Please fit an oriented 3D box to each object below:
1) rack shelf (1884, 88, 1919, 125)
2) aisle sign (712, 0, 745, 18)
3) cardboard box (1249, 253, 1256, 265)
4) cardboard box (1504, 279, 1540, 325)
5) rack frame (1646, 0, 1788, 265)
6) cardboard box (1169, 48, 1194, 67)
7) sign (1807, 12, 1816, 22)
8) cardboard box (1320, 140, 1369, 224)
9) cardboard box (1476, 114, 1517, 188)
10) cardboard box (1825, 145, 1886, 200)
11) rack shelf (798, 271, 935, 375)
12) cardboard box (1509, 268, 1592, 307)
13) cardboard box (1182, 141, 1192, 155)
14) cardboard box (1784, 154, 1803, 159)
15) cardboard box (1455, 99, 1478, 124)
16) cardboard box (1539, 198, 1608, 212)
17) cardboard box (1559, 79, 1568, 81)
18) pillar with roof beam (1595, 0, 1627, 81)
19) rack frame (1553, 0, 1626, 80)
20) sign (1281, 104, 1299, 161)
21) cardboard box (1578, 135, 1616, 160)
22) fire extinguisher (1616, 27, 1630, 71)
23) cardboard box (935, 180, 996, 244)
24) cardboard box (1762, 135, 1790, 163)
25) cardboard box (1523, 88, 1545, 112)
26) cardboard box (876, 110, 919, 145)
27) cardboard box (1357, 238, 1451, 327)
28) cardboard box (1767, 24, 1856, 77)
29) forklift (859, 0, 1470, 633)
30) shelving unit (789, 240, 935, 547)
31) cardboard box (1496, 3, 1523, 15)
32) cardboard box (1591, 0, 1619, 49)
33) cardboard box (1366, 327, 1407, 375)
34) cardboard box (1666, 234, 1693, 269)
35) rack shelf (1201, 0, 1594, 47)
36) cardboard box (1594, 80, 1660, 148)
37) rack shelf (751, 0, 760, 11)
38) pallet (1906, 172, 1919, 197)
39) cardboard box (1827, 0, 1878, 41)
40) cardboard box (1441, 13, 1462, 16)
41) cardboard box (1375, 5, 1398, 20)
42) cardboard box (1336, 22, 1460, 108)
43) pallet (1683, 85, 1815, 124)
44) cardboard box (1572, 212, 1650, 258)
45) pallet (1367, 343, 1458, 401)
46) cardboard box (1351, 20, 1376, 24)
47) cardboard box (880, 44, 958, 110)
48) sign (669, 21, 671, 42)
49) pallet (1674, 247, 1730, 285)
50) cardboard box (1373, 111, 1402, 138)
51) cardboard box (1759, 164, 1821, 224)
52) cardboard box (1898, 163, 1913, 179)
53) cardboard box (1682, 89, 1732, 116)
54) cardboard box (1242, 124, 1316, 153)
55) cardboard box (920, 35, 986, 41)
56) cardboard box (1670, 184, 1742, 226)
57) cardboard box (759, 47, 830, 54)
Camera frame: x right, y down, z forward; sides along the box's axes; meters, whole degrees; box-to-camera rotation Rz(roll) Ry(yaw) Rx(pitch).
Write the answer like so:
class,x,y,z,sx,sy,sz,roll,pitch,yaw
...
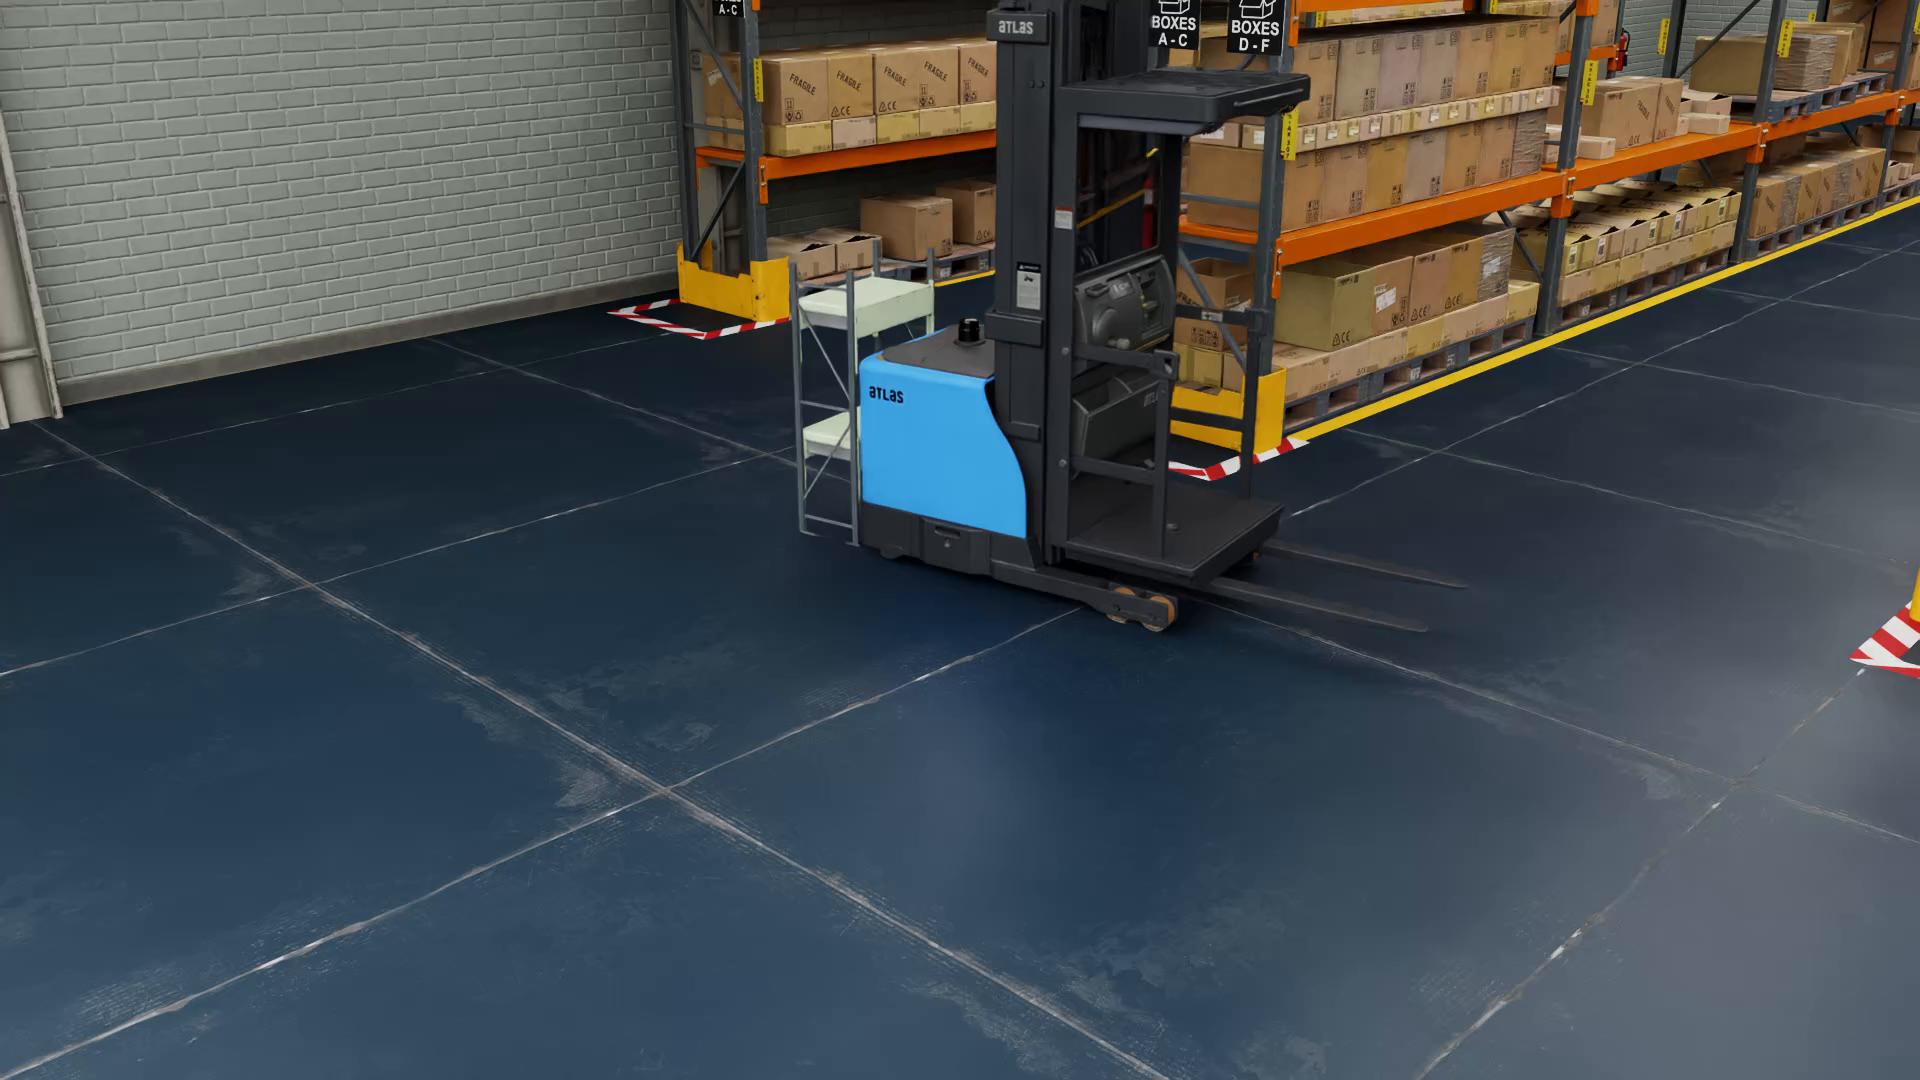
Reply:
class,x,y,z,sx,sy,sz,roll,pitch,yaw
rack shelf,11.334,-5.389,19.917,1.077,0.370,4.000,19,28,41
aisle sign,-1.820,-4.485,12.939,0.394,0.787,0.004,19,28,41
cardboard box,2.415,-1.862,11.940,0.500,0.500,0.500,19,28,41
cardboard box,4.191,-1.893,13.066,0.500,0.250,0.500,19,28,41
rack frame,7.148,-4.183,15.776,1.000,3.000,0.127,19,28,41
cardboard box,2.017,-5.086,17.375,0.500,0.500,0.700,-16,26,-35
sign,9.544,-5.749,18.644,0.100,0.325,0.005,19,28,41
cardboard box,2.265,-2.426,11.066,0.500,0.500,0.700,-19,28,-41
cardboard box,3.689,-2.948,12.425,0.700,0.500,0.500,19,28,40
cardboard box,9.800,-4.051,18.304,0.500,0.500,0.500,19,28,40
rack shelf,-0.513,-1.180,8.966,0.431,0.370,0.720,13,25,31
cardboard box,4.817,-2.109,13.627,0.500,0.250,0.500,18,28,39
cardboard box,2.334,-4.348,18.031,0.500,0.250,0.500,19,28,40
cardboard box,8.708,-3.920,17.962,0.500,0.500,0.500,20,29,41
cardboard box,3.435,-3.054,11.797,0.250,0.149,0.380,-19,28,-41
cardboard box,5.496,-2.896,14.893,0.500,0.311,0.500,19,28,40
cardboard box,8.801,-6.526,23.868,0.380,0.149,0.250,19,28,40
pillar with roof beam,13.525,-10.111,22.838,9.100,9.000,0.400,19,28,41
rack frame,9.177,-7.478,24.349,1.000,3.000,0.127,19,28,41
sign,1.961,-2.427,9.890,0.100,0.325,0.005,19,28,41
cardboard box,5.122,-3.214,13.605,0.380,0.149,0.250,19,28,41
fire extinguisher,9.613,-7.191,24.230,0.296,0.674,0.183,19,28,41
cardboard box,0.110,-3.155,15.973,0.500,0.500,0.500,17,27,37
cardboard box,8.379,-4.150,17.516,0.500,0.250,0.500,19,28,40
cardboard box,4.148,-3.317,12.481,0.380,0.149,0.250,19,28,40
cardboard box,-0.705,-3.617,14.485,0.500,0.250,0.500,19,28,40
cardboard box,3.149,-1.856,11.924,0.500,0.500,0.500,19,28,41
cardboard box,9.013,-5.195,17.685,0.500,0.500,0.700,-15,26,-34
forklift,0.981,-1.149,7.978,3.031,2.935,1.130,13,25,31
shelving unit,-0.513,-0.816,9.106,0.431,1.500,0.755,13,25,31
cardboard box,6.777,-6.725,21.972,0.700,0.700,0.980,-20,28,-41
cardboard box,8.829,-7.484,23.948,0.700,0.700,0.980,-19,28,-40
cardboard box,2.796,-1.379,11.728,0.500,0.250,0.500,19,28,41
cardboard box,6.246,-2.637,15.001,0.500,0.250,0.500,-19,28,-41
rack shelf,2.962,-3.705,11.354,1.077,0.370,4.000,19,28,41
cardboard box,5.622,-3.659,14.273,0.500,0.500,0.500,19,28,41
rack shelf,-0.589,-4.943,14.577,1.077,0.370,4.000,19,28,41
pallet,11.269,-4.400,20.230,1.003,0.211,1.213,19,28,41
cardboard box,10.106,-5.919,18.760,0.500,0.500,0.500,19,28,41
cardboard box,5.896,-6.329,20.779,0.500,0.500,0.500,20,28,41
cardboard box,4.818,-6.286,19.622,0.500,0.250,0.500,20,28,41
cardboard box,3.002,-3.304,11.542,0.700,0.500,0.500,19,28,41
pallet,7.571,-4.285,16.309,1.213,0.211,1.003,19,28,41
cardboard box,5.538,-2.633,14.210,0.500,0.311,0.500,18,27,39
pallet,2.922,-1.344,12.276,1.003,0.211,1.213,19,28,41
cardboard box,4.491,-5.809,19.426,0.500,0.500,0.500,-19,28,-40
cardboard box,-0.368,-4.093,14.679,0.500,0.500,0.500,-19,28,-40
sign,-2.368,-4.197,13.759,0.100,0.325,0.005,19,28,41
pallet,6.546,-2.679,15.751,1.003,0.211,1.213,19,28,41
cardboard box,2.714,-2.788,11.105,0.380,0.149,0.250,18,27,39
cardboard box,8.385,-3.530,16.949,0.500,0.500,0.500,19,28,40
cardboard box,10.983,-4.372,19.605,0.380,0.166,0.250,19,28,41
cardboard box,6.863,-4.058,15.577,0.500,0.311,0.500,-18,27,-39
cardboard box,1.995,-2.523,10.413,0.380,0.149,0.250,19,28,40
cardboard box,-0.035,-4.482,15.691,0.500,0.500,0.500,19,28,40
cardboard box,6.959,-3.161,15.582,0.500,0.311,0.500,-19,28,-41
cardboard box,-1.450,-3.956,14.321,0.500,0.500,0.500,-20,29,-41
